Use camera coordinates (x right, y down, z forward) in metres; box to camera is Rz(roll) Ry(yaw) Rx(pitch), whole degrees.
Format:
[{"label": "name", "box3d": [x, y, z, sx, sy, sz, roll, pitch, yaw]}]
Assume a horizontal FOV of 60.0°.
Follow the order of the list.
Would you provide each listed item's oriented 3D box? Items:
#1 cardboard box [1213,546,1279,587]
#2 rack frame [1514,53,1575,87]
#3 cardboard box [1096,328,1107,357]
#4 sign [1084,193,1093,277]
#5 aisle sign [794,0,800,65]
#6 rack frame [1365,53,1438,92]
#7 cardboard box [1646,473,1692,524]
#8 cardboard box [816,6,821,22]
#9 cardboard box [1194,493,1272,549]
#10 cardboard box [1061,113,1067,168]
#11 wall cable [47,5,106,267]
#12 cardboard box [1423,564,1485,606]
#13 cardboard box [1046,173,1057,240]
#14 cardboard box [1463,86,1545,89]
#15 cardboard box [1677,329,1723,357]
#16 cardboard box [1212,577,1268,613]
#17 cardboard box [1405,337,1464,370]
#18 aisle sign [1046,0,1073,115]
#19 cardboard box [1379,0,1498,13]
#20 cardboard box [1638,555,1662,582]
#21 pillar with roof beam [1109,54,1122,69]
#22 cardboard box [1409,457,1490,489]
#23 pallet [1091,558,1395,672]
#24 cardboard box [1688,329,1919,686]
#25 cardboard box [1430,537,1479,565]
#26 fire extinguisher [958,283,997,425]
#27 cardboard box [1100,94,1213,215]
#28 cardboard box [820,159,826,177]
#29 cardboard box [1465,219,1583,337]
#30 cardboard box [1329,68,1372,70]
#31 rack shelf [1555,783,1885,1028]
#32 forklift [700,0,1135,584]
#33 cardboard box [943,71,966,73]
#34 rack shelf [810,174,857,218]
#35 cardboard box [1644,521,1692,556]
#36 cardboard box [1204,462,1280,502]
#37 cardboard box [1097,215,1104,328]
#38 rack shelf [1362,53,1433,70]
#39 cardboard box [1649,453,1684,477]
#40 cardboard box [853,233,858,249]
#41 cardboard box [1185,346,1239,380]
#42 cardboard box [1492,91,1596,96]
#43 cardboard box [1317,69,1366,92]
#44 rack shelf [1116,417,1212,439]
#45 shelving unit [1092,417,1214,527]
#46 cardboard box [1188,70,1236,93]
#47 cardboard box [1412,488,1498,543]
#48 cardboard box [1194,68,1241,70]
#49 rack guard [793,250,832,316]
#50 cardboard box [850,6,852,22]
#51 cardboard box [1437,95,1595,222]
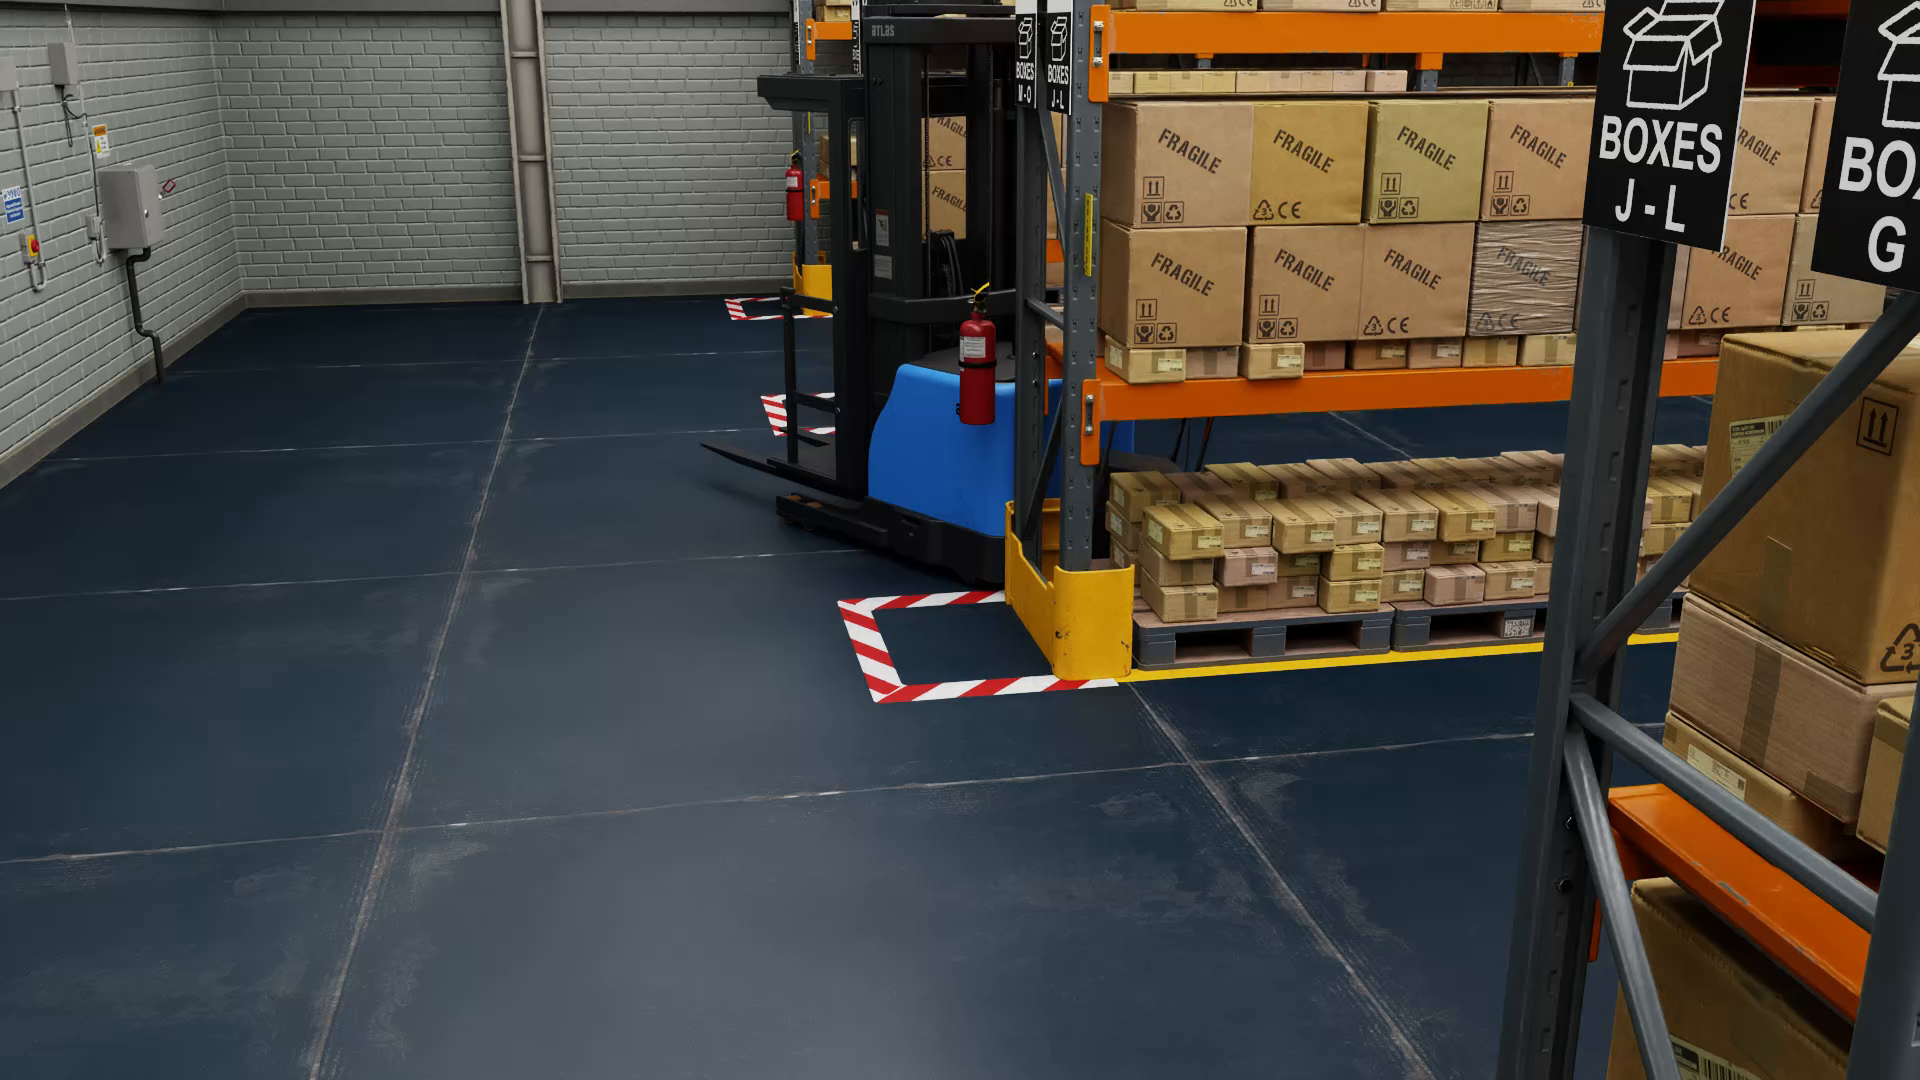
[{"label": "cardboard box", "box3d": [1.261, 0.080, 7.575, 0.250, 0.149, 0.380, -3, 17, -11]}, {"label": "rack frame", "box3d": [6.289, -4.283, 18.147, 0.127, 3.000, 1.000, -3, 17, -10]}, {"label": "cardboard box", "box3d": [0.685, -0.965, 7.772, 0.250, 0.149, 0.380, -3, 17, -10]}, {"label": "sign", "box3d": [0.521, -1.243, 6.774, 0.005, 0.325, 0.100, -3, 17, -10]}, {"label": "aisle sign", "box3d": [-1.577, -4.992, 16.027, 0.004, 0.787, 0.394, -3, 17, -10]}, {"label": "rack frame", "box3d": [3.307, -2.629, 12.764, 0.127, 3.000, 1.000, -3, 17, -10]}, {"label": "cardboard box", "box3d": [3.290, -0.202, 7.987, 0.250, 0.149, 0.380, -3, 17, -9]}, {"label": "cardboard box", "box3d": [-1.295, -5.236, 16.568, 0.250, 0.149, 0.380, -3, 17, -9]}, {"label": "cardboard box", "box3d": [1.245, -0.089, 7.619, 0.250, 0.149, 0.380, -3, 17, -9]}, {"label": "cardboard box", "box3d": [0.915, -2.939, 11.897, 0.500, 0.500, 0.500, -3, 17, -11]}, {"label": "wall cable", "box3d": [-6.432, -2.980, 12.174, 0.122, 1.984, 0.588, -3, 17, -10]}, {"label": "cardboard box", "box3d": [2.243, 0.173, 7.781, 0.250, 0.149, 0.380, -4, 18, -13]}, {"label": "cardboard box", "box3d": [0.397, -2.435, 11.959, 0.500, 0.500, 0.500, -3, 17, -11]}, {"label": "cardboard box", "box3d": [4.205, -3.283, 13.020, 0.500, 0.500, 0.500, -3, 17, -9]}, {"label": "cardboard box", "box3d": [3.337, -0.967, 7.778, 0.250, 0.149, 0.380, -4, 17, -12]}, {"label": "cardboard box", "box3d": [1.235, 0.202, 7.686, 0.250, 0.149, 0.380, -3, 17, -11]}, {"label": "cardboard box", "box3d": [2.062, -0.882, 7.502, 0.250, 0.149, 0.380, -4, 17, -12]}, {"label": "aisle sign", "box3d": [0.403, -2.137, 6.734, 0.004, 0.787, 0.394, -3, 17, -10]}, {"label": "cardboard box", "box3d": [1.929, -2.359, 7.031, 0.500, 0.250, 0.500, -4, 17, -12]}, {"label": "cardboard box", "box3d": [3.225, 0.077, 8.091, 0.250, 0.149, 0.380, -4, 17, -12]}, {"label": "pillar with roof beam", "box3d": [2.324, -5.908, 13.220, 0.400, 9.000, 9.100, -3, 17, -10]}, {"label": "cardboard box", "box3d": [2.429, -0.291, 8.278, 0.250, 0.149, 0.380, -3, 17, -10]}, {"label": "pallet", "box3d": [1.297, 0.308, 7.948, 1.213, 0.211, 1.003, -3, 17, -10]}, {"label": "cardboard box", "box3d": [1.688, -0.082, 2.940, 0.500, 0.500, 0.500, -3, 17, -10]}, {"label": "cardboard box", "box3d": [2.258, -0.011, 7.872, 0.250, 0.149, 0.380, -2, 17, -8]}, {"label": "fire extinguisher", "box3d": [0.083, -0.889, 7.864, 0.183, 0.674, 0.296, -3, 17, -10]}, {"label": "cardboard box", "box3d": [0.820, -1.750, 7.522, 0.500, 0.500, 0.500, -4, 17, -12]}, {"label": "cardboard box", "box3d": [-1.291, -3.813, 17.045, 0.250, 0.149, 0.380, -3, 17, -11]}, {"label": "cardboard box", "box3d": [2.415, -1.212, 7.471, 0.500, 0.500, 0.500, -4, 17, -12]}, {"label": "cardboard box", "box3d": [2.948, -3.522, 12.693, 0.250, 0.149, 0.380, -4, 17, -11]}, {"label": "rack shelf", "box3d": [3.224, 0.683, 3.205, 4.000, 0.370, 1.077, -3, 17, -10]}, {"label": "forklift", "box3d": [-0.410, -1.539, 9.330, 1.130, 2.935, 3.031, -14, 22, -39]}, {"label": "cardboard box", "box3d": [0.025, -3.217, 11.700, 0.250, 0.149, 0.380, -3, 17, -9]}, {"label": "rack shelf", "box3d": [0.398, -3.605, 17.165, 4.000, 0.370, 1.077, -3, 17, -10]}, {"label": "cardboard box", "box3d": [3.309, -0.055, 8.014, 0.250, 0.149, 0.380, -3, 17, -10]}, {"label": "cardboard box", "box3d": [1.378, -0.259, 8.172, 0.250, 0.149, 0.380, -4, 17, -12]}, {"label": "cardboard box", "box3d": [0.811, -1.274, 7.675, 0.500, 0.500, 0.500, -3, 17, -9]}, {"label": "rack shelf", "box3d": [1.344, -3.608, 12.066, 4.000, 0.370, 1.077, -3, 17, -10]}, {"label": "cardboard box", "box3d": [3.447, -0.344, 8.451, 0.250, 0.149, 0.380, -3, 17, -11]}, {"label": "cardboard box", "box3d": [-0.947, -2.851, 17.023, 0.637, 0.503, 0.797, -4, 18, -13]}, {"label": "cardboard box", "box3d": [1.041, -0.815, 7.284, 0.250, 0.149, 0.380, -3, 17, -8]}, {"label": "cardboard box", "box3d": [2.850, -1.869, 7.907, 0.500, 0.500, 0.500, -3, 17, -10]}, {"label": "cardboard box", "box3d": [2.786, -3.373, 12.206, 0.250, 0.149, 0.380, -3, 17, -9]}, {"label": "rack shelf", "box3d": [1.018, -0.843, 8.363, 0.480, 0.518, 0.431, 9, 16, -14]}, {"label": "shelving unit", "box3d": [1.021, -0.856, 8.359, 0.503, 2.100, 0.431, 9, 16, -14]}, {"label": "cardboard box", "box3d": [1.798, -3.303, 11.980, 0.250, 0.149, 0.380, -4, 17, -12]}, {"label": "cardboard box", "box3d": [2.285, -0.118, 7.714, 0.250, 0.149, 0.380, -3, 17, -10]}, {"label": "cardboard box", "box3d": [1.935, -3.475, 12.537, 0.250, 0.149, 0.380, -4, 17, -12]}, {"label": "rack guard", "box3d": [-1.491, -2.647, 17.077, 0.348, 0.500, 1.175, -3, 17, -10]}, {"label": "cardboard box", "box3d": [-0.956, -5.124, 16.204, 0.250, 0.149, 0.380, -3, 17, -9]}, {"label": "cardboard box", "box3d": [2.418, -1.684, 7.304, 0.500, 0.500, 0.500, -4, 17, -12]}]
